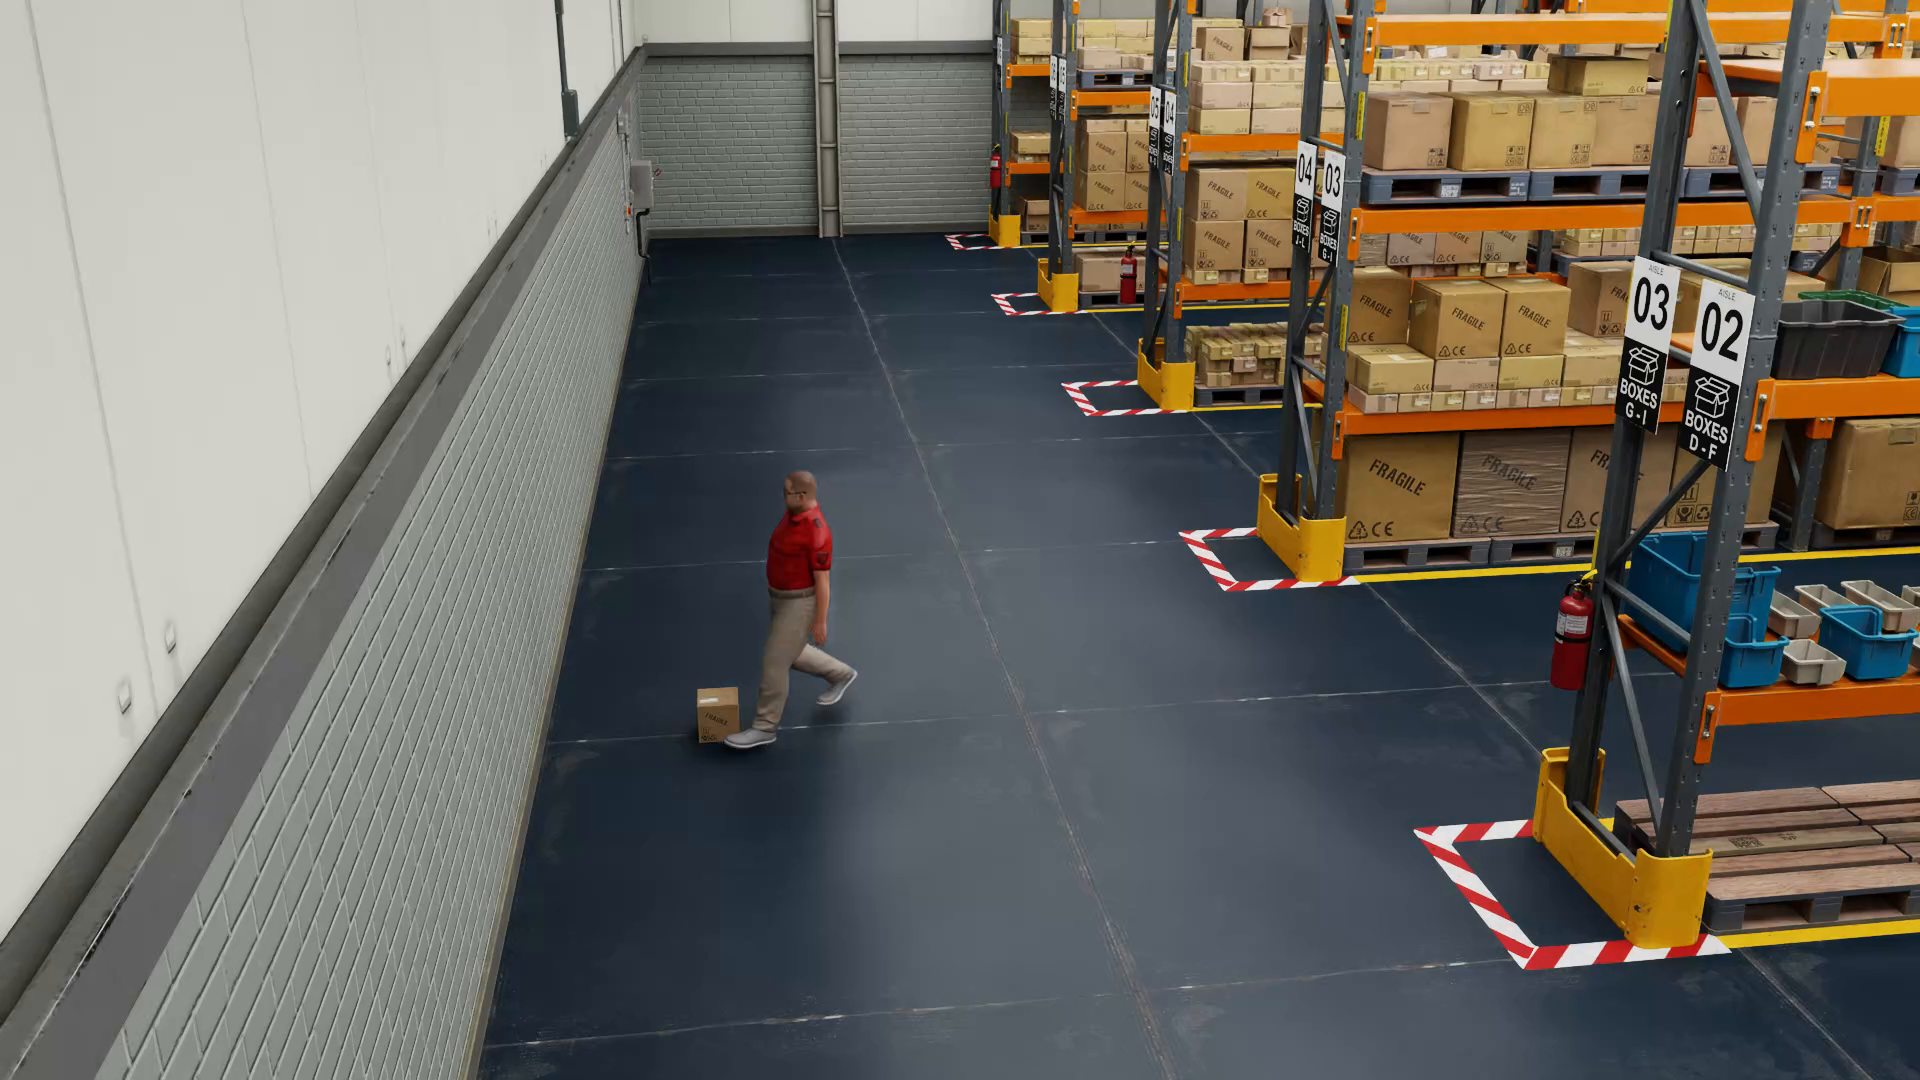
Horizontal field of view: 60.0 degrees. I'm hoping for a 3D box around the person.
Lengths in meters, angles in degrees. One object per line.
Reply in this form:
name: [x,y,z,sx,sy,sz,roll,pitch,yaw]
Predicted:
person: [-1.032,0.387,10.084,0.951,1.681,0.555,-8,21,-21]
